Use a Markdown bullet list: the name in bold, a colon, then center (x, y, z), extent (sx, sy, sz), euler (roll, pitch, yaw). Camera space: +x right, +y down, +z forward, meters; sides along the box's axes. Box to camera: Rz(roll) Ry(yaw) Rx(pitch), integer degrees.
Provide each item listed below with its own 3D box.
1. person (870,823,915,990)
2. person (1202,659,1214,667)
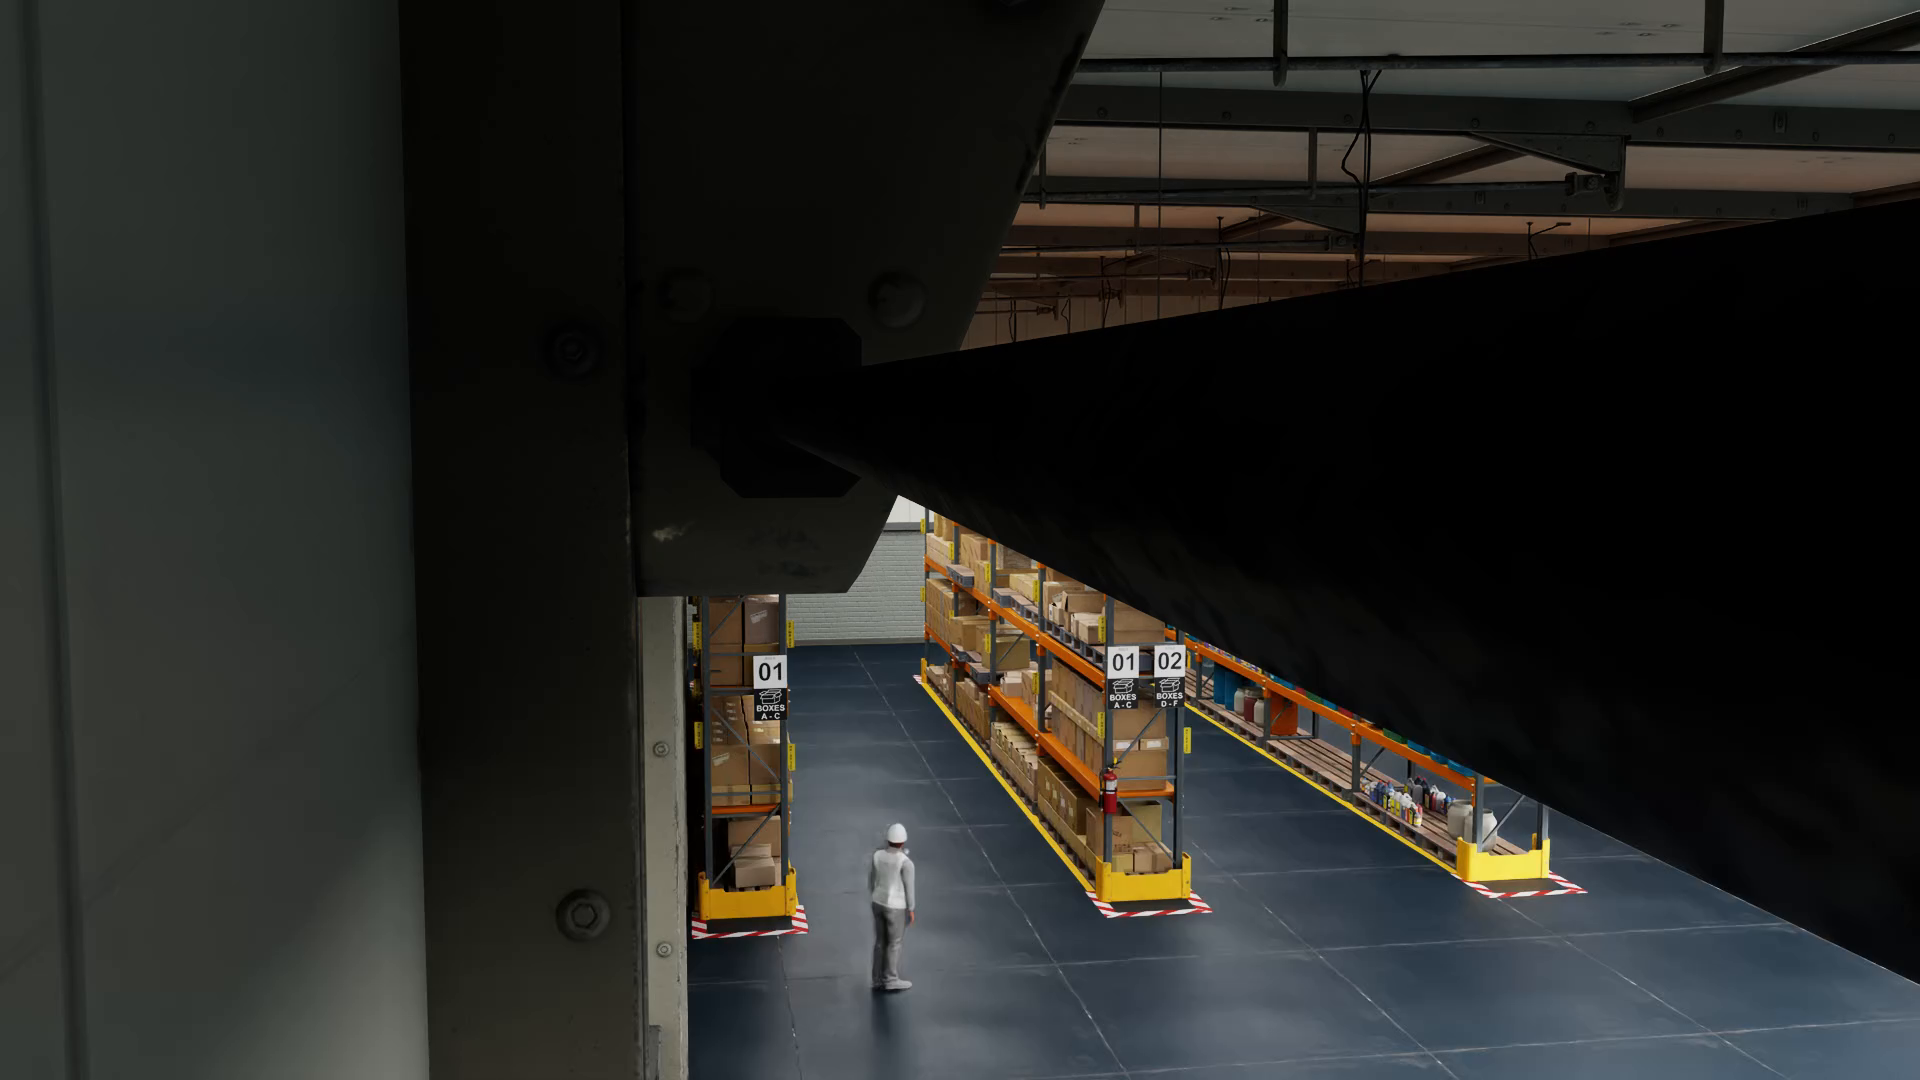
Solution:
- **person**: center (-0.714, 3.888, 17.681), extent (0.373, 1.778, 0.569), euler (-5, 7, -45)
- **person**: center (6.024, 2.180, 38.198), extent (0.933, 1.538, 0.492), euler (0, 5, 1)
